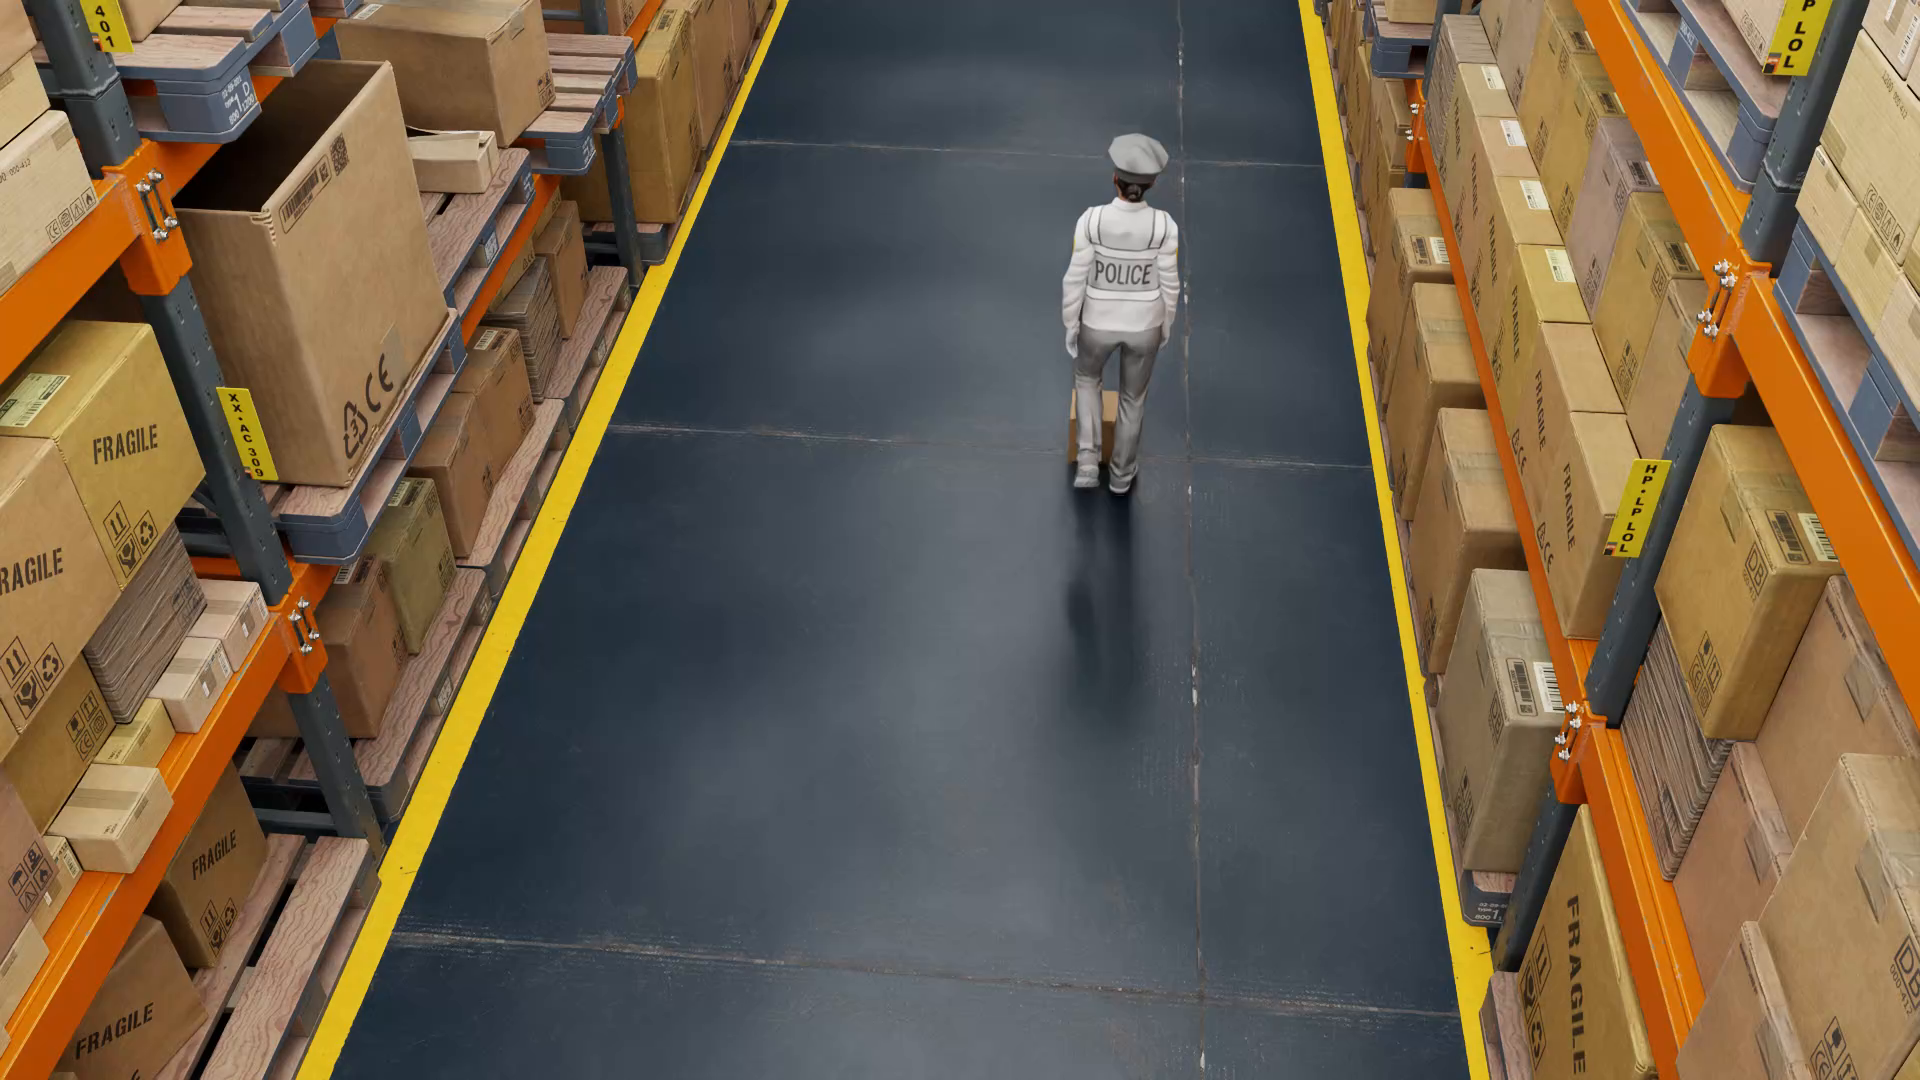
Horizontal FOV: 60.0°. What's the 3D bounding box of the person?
[{"bbox_3d":[0.683,-0.912,7.196,0.497,1.659,0.428,5,41,6],"label":"person"}]
